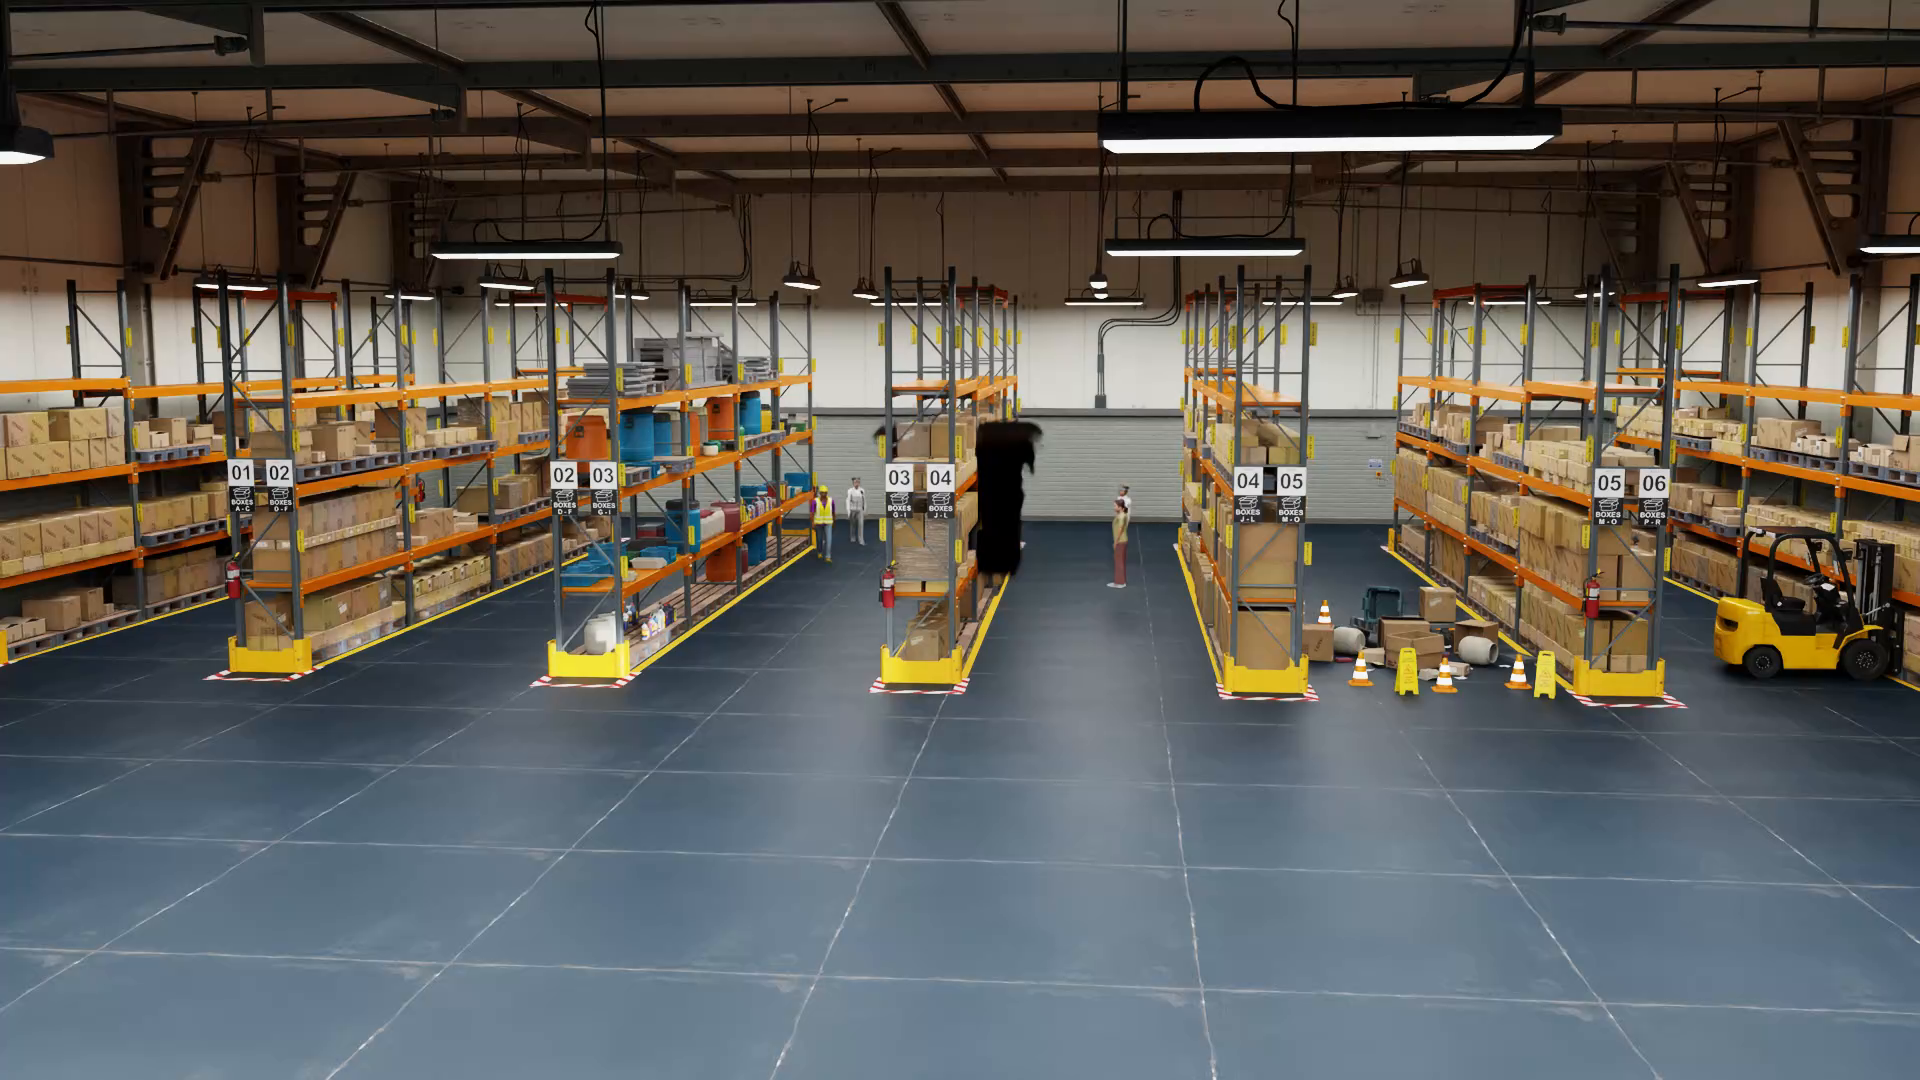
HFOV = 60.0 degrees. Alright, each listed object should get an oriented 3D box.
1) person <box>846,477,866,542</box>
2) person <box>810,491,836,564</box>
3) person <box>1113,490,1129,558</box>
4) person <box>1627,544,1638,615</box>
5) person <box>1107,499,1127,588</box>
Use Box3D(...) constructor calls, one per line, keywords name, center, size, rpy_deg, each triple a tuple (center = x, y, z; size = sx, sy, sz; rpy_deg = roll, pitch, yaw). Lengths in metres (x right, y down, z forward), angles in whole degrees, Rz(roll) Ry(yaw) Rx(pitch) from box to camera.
Box3D(name="person", center=(-2.526, -0.751, 40.406), size=(0.531, 1.588, 0.750), rpy_deg=(-2, 7, -13))
Box3D(name="person", center=(-3.052, -0.342, 37.161), size=(0.587, 1.696, 0.993), rpy_deg=(-1, 7, -7))
Box3D(name="person", center=(3.659, -0.377, 37.943), size=(0.374, 1.738, 0.508), rpy_deg=(-2, 7, -18))
Box3D(name="person", center=(11.605, 0.757, 28.867), size=(0.375, 1.380, 0.543), rpy_deg=(6, 9, 41))
Box3D(name="person", center=(2.973, 0.063, 31.304), size=(0.382, 1.684, 0.457), rpy_deg=(1, 7, 8))
